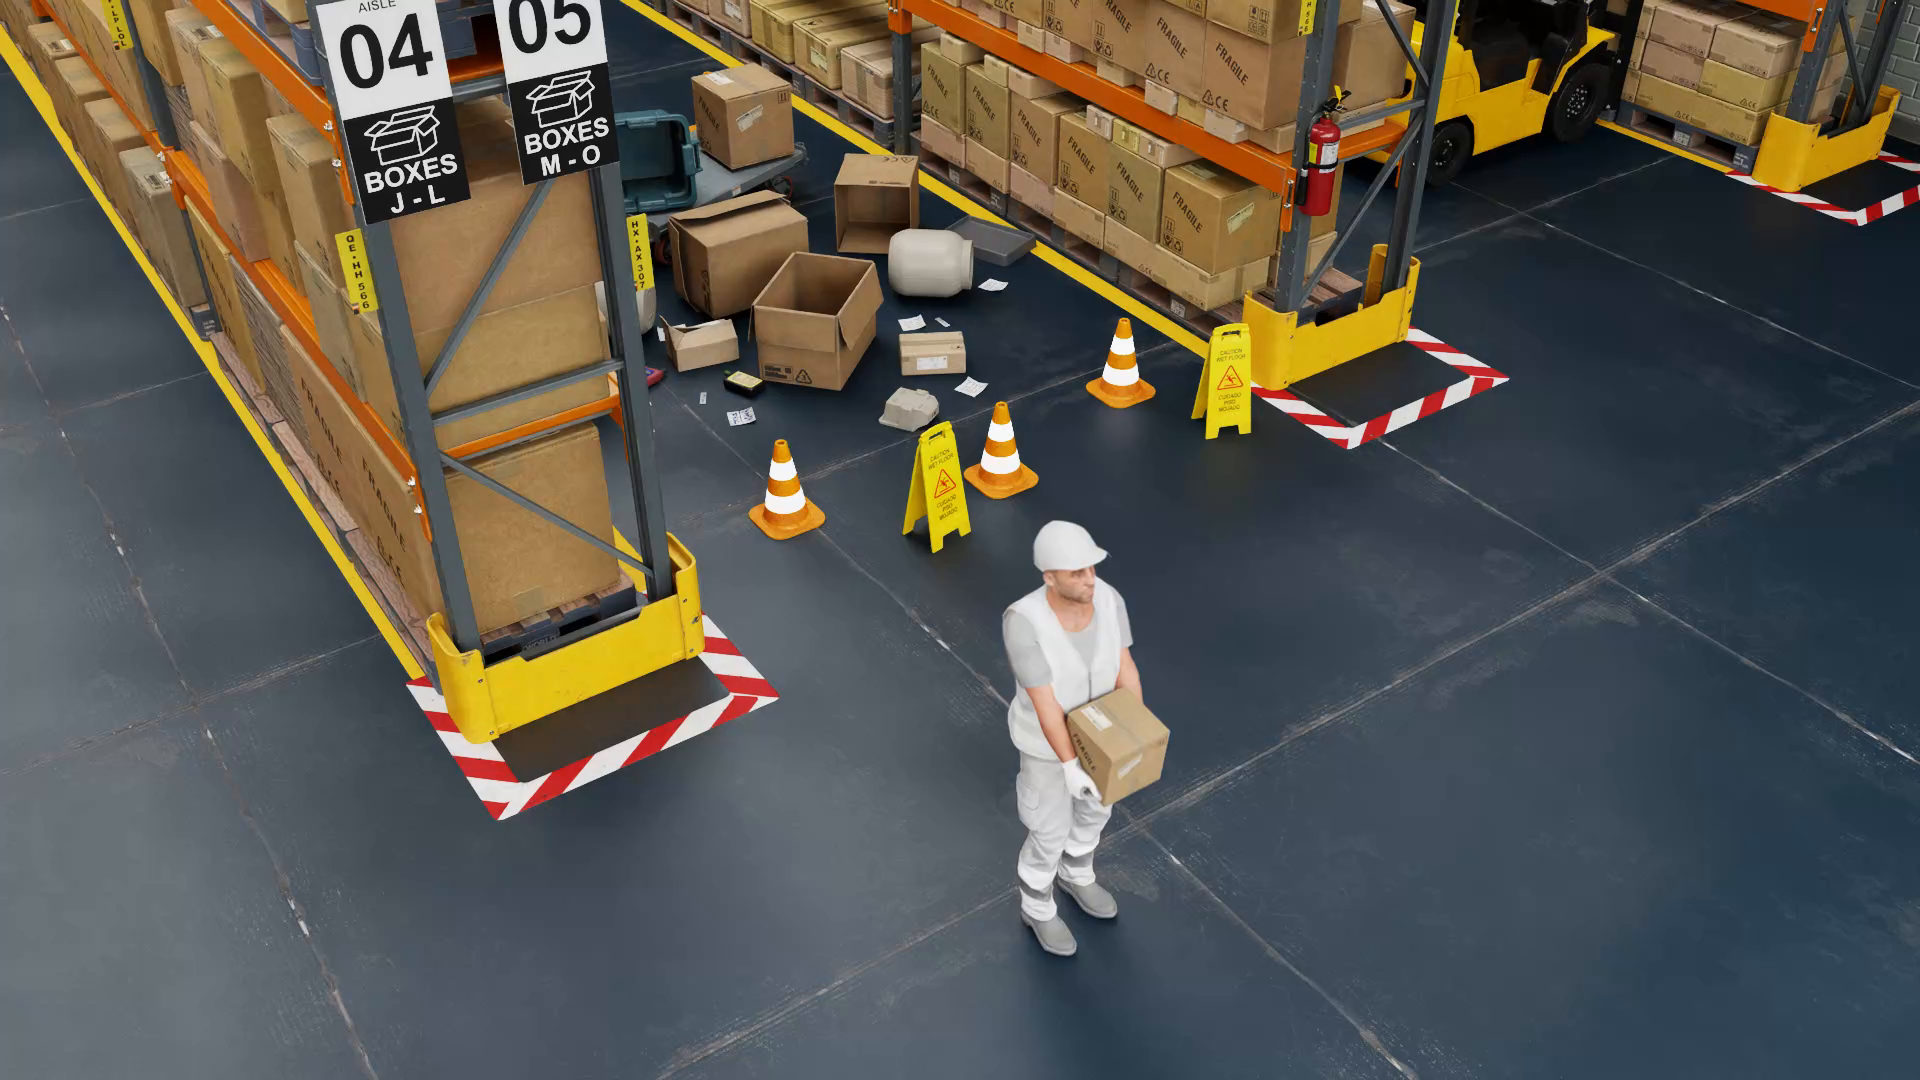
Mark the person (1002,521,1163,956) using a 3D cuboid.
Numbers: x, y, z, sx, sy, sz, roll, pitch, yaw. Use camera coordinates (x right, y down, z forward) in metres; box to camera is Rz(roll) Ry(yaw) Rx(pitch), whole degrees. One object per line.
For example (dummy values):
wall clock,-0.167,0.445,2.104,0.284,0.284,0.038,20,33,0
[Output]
person,0.442,0.754,5.951,0.493,1.782,0.561,-22,41,-27
